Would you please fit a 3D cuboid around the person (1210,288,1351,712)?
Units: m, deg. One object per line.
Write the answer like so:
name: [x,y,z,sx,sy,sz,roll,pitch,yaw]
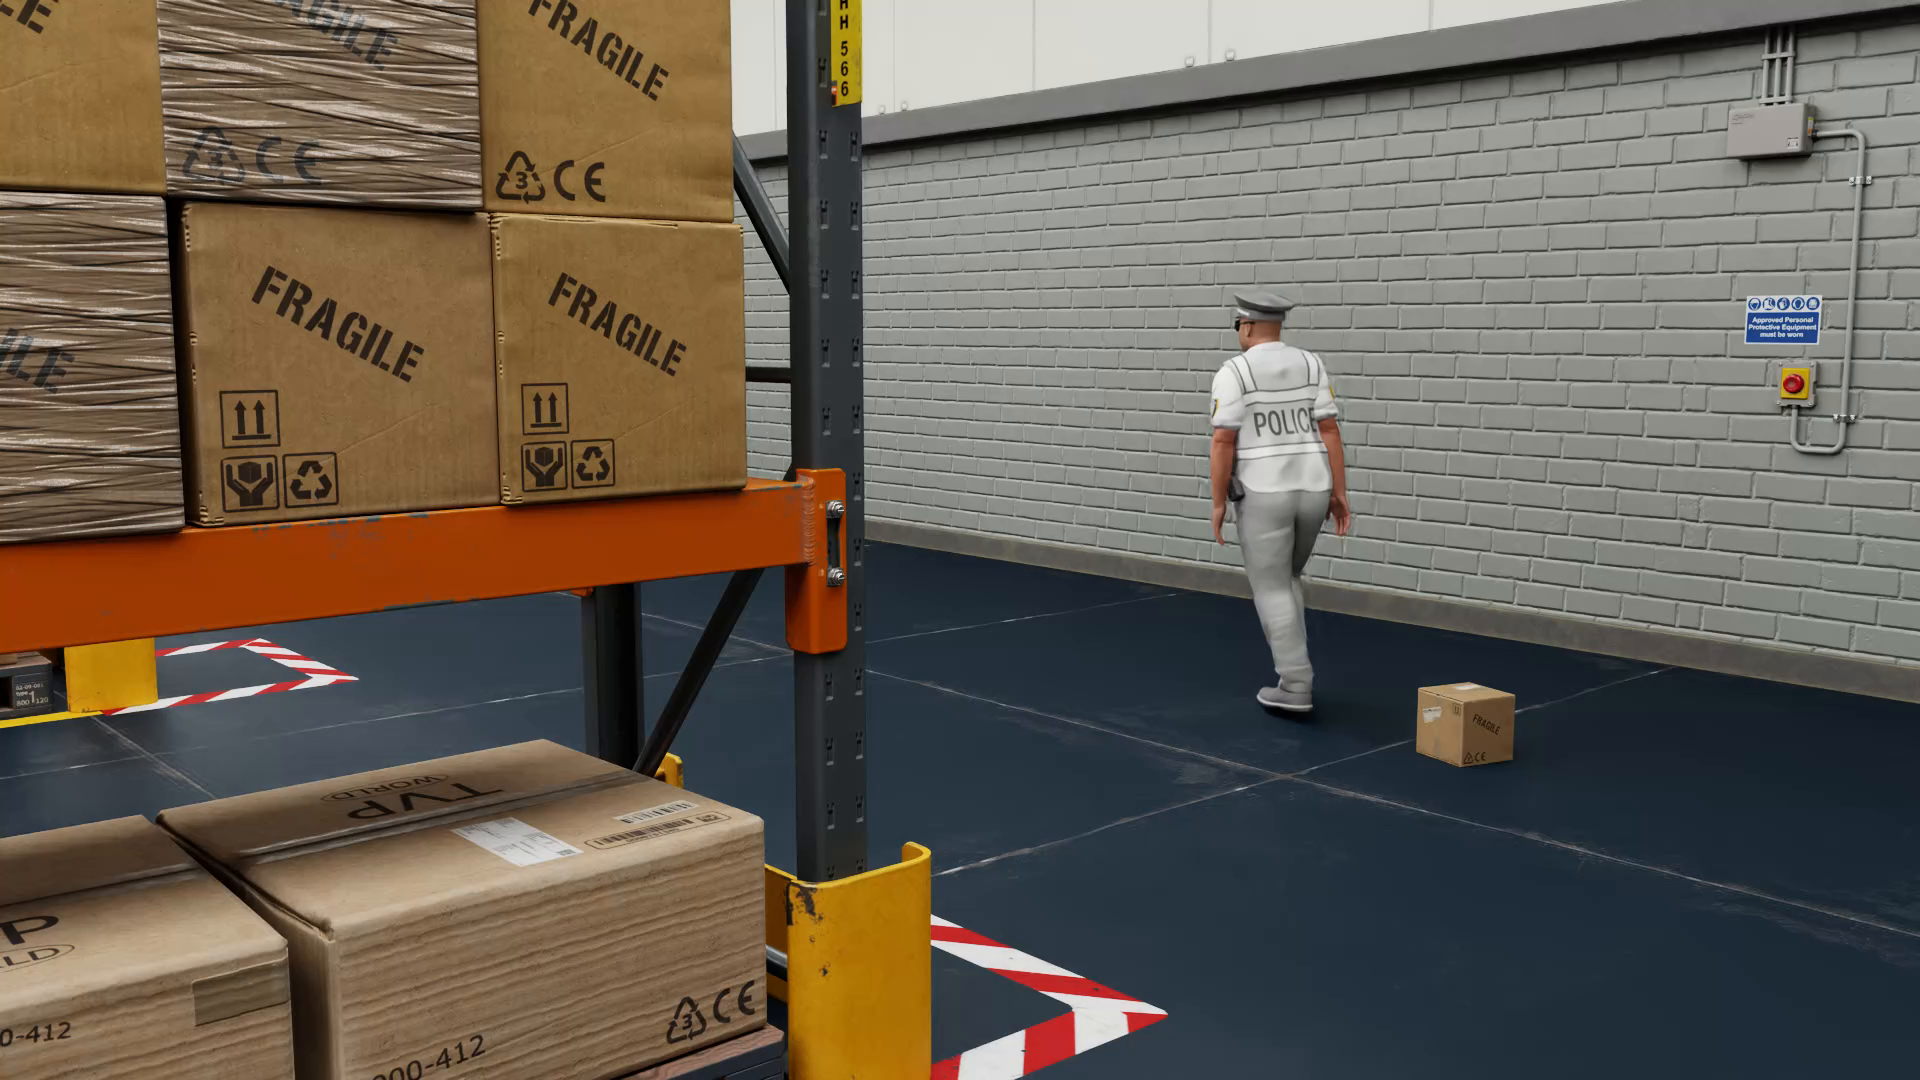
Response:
person: [1.323,-0.149,6.930,0.568,1.792,0.542,-3,8,-24]
